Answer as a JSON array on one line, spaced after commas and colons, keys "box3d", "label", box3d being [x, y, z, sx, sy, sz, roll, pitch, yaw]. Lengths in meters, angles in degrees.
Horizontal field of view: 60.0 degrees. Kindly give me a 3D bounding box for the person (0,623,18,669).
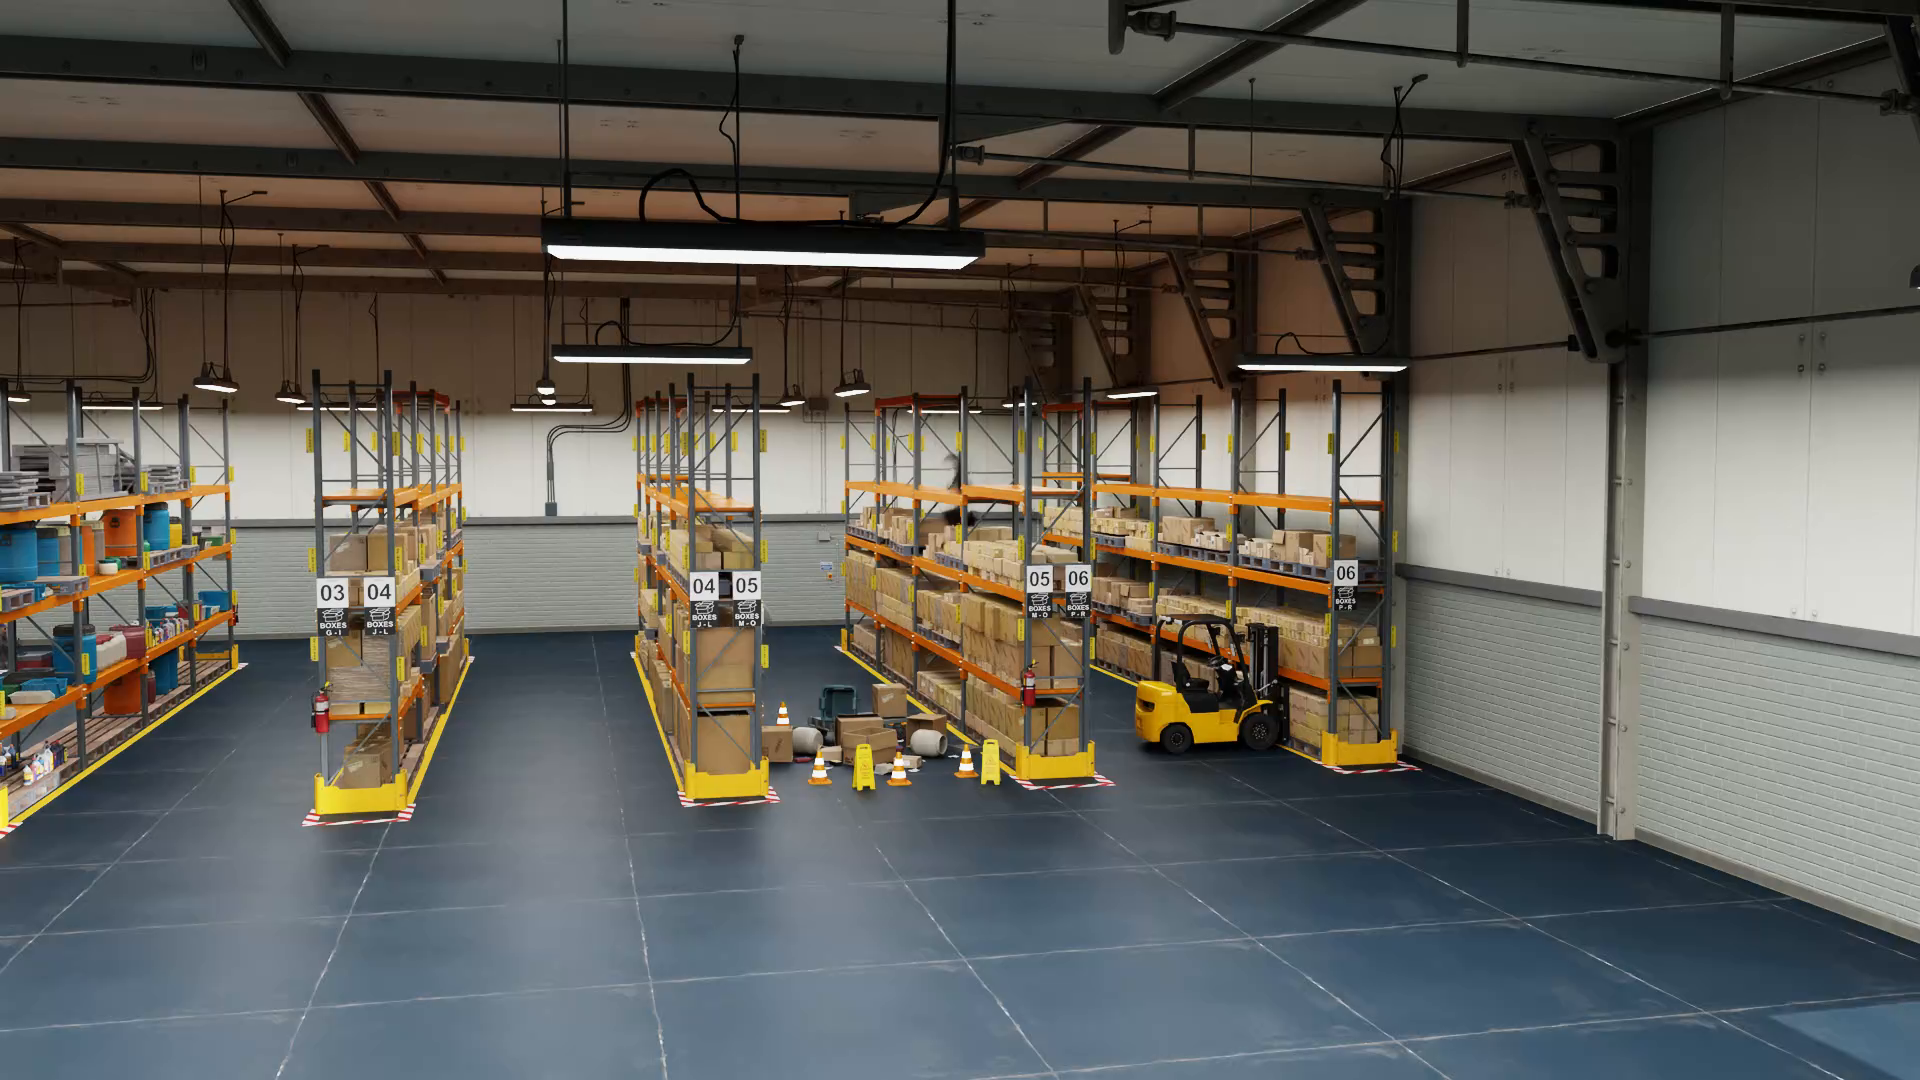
[{"box3d": [-21.284, 2.054, 36.935, 0.594, 1.620, 0.592, 0, 3, 8], "label": "person"}]
